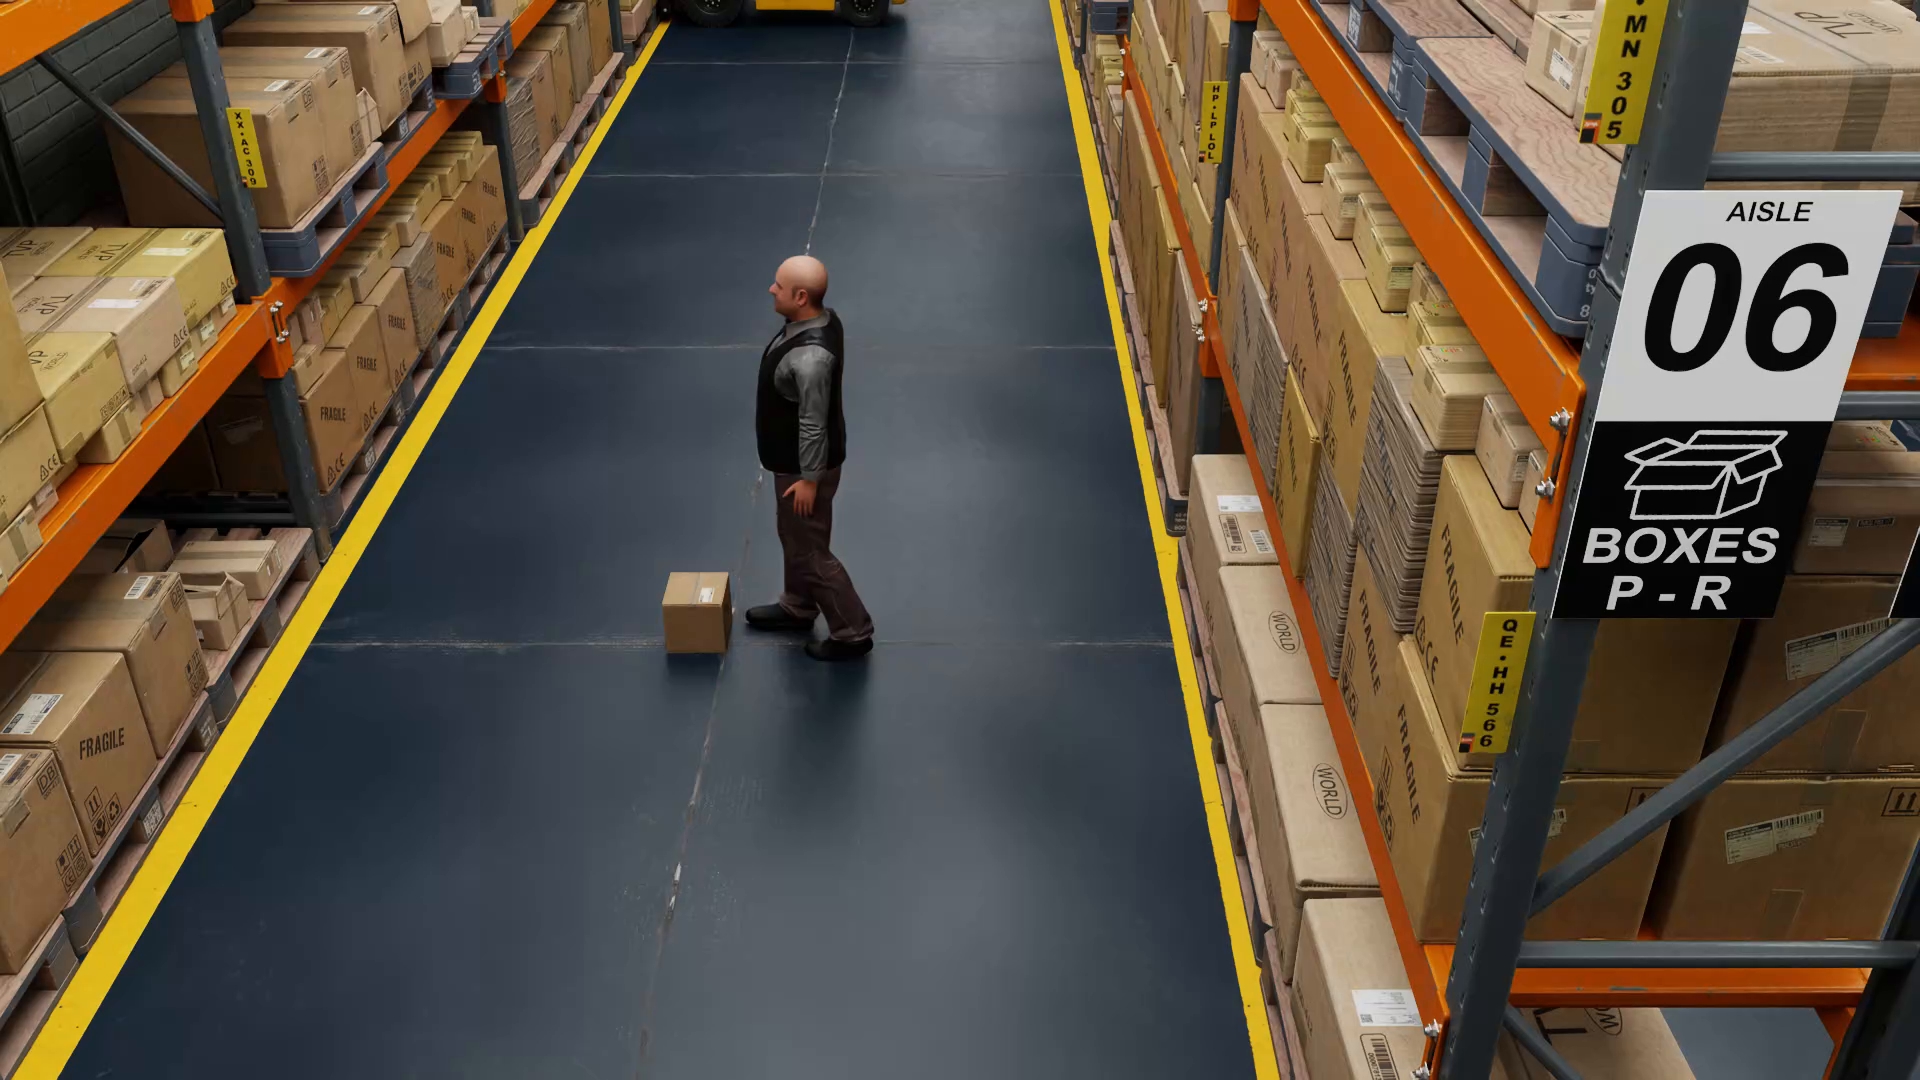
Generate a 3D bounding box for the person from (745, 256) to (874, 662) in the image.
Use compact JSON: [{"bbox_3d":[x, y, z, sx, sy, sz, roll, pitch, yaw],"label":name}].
[{"bbox_3d":[-0.645,-0.317,6.689,0.570,1.743,0.555,0,31,0],"label":"person"}]
